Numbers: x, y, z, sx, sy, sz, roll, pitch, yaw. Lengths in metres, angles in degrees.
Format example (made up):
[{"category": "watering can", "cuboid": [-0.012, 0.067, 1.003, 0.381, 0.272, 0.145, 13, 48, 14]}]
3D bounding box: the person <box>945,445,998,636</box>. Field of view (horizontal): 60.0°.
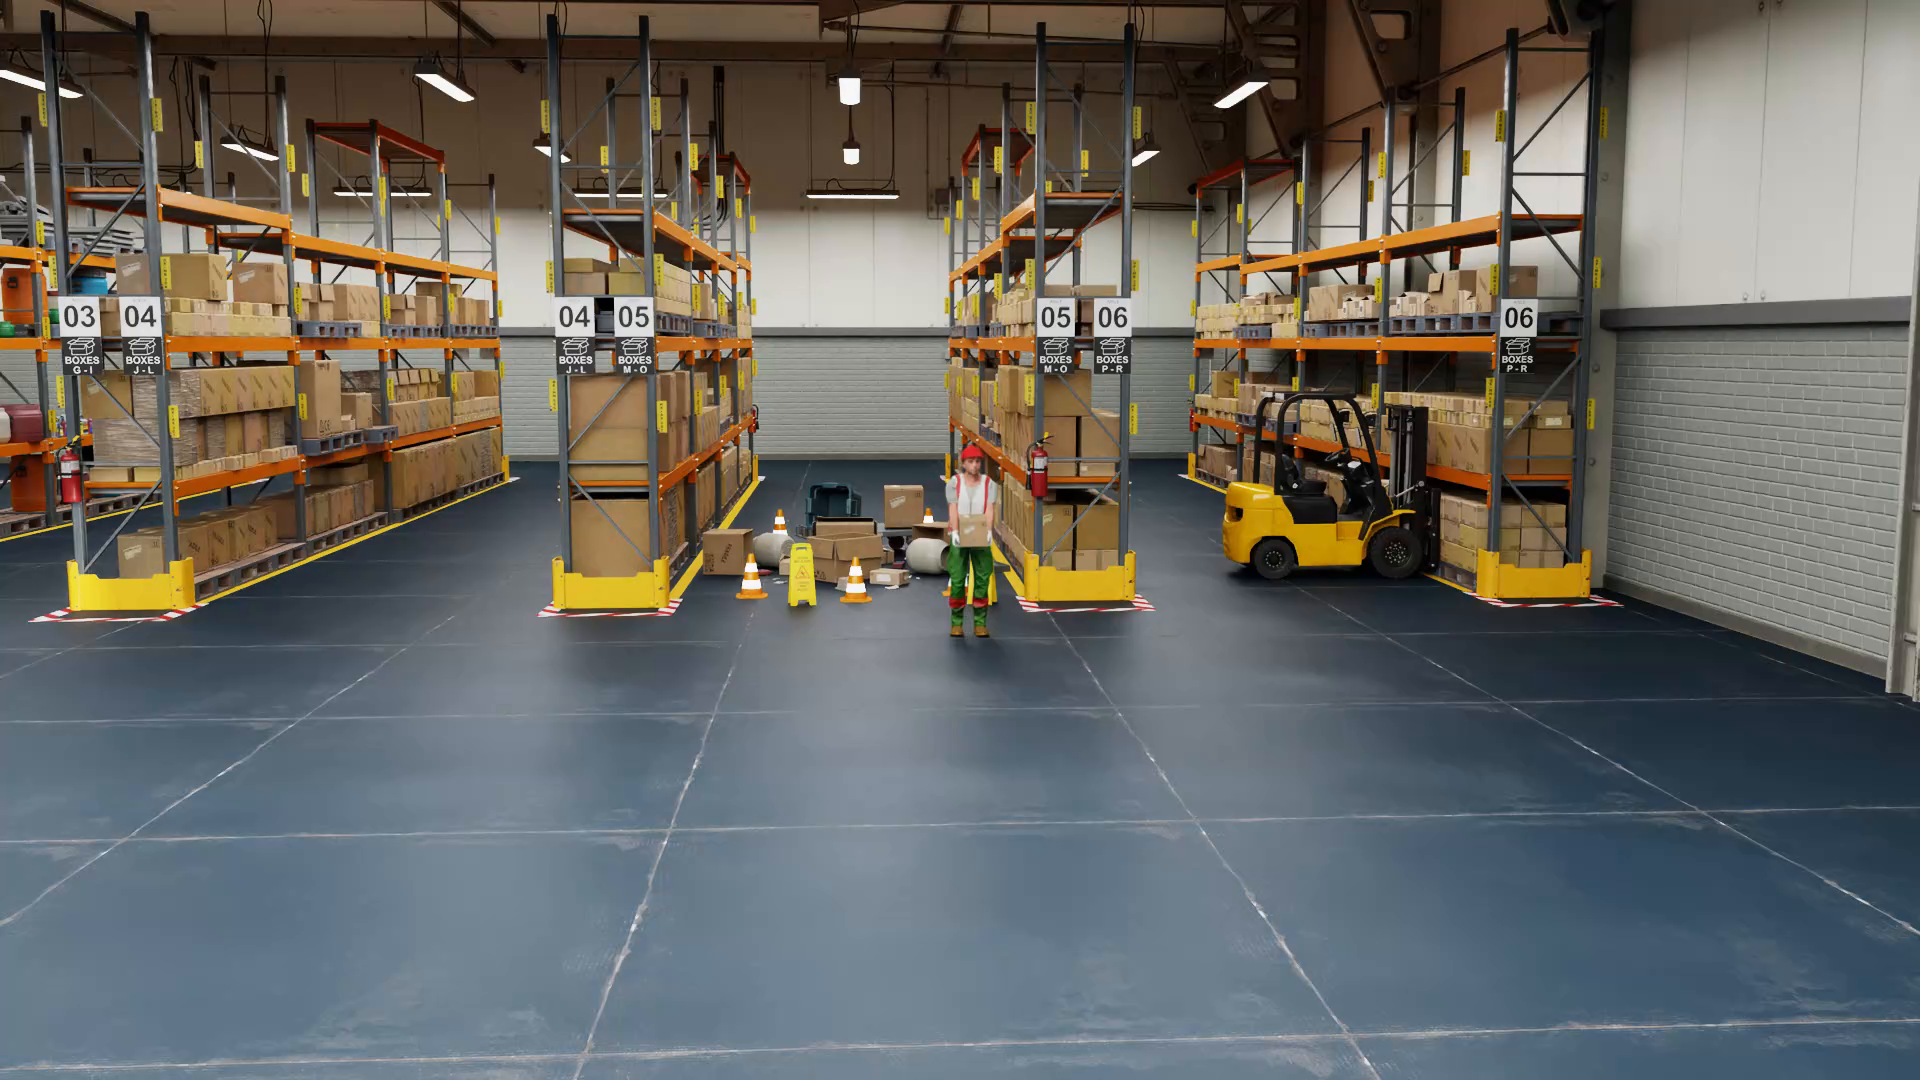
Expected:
[{"category": "person", "cuboid": [0.114, 0.011, 15.552, 0.495, 1.784, 0.559, -1, 7, -5]}]
